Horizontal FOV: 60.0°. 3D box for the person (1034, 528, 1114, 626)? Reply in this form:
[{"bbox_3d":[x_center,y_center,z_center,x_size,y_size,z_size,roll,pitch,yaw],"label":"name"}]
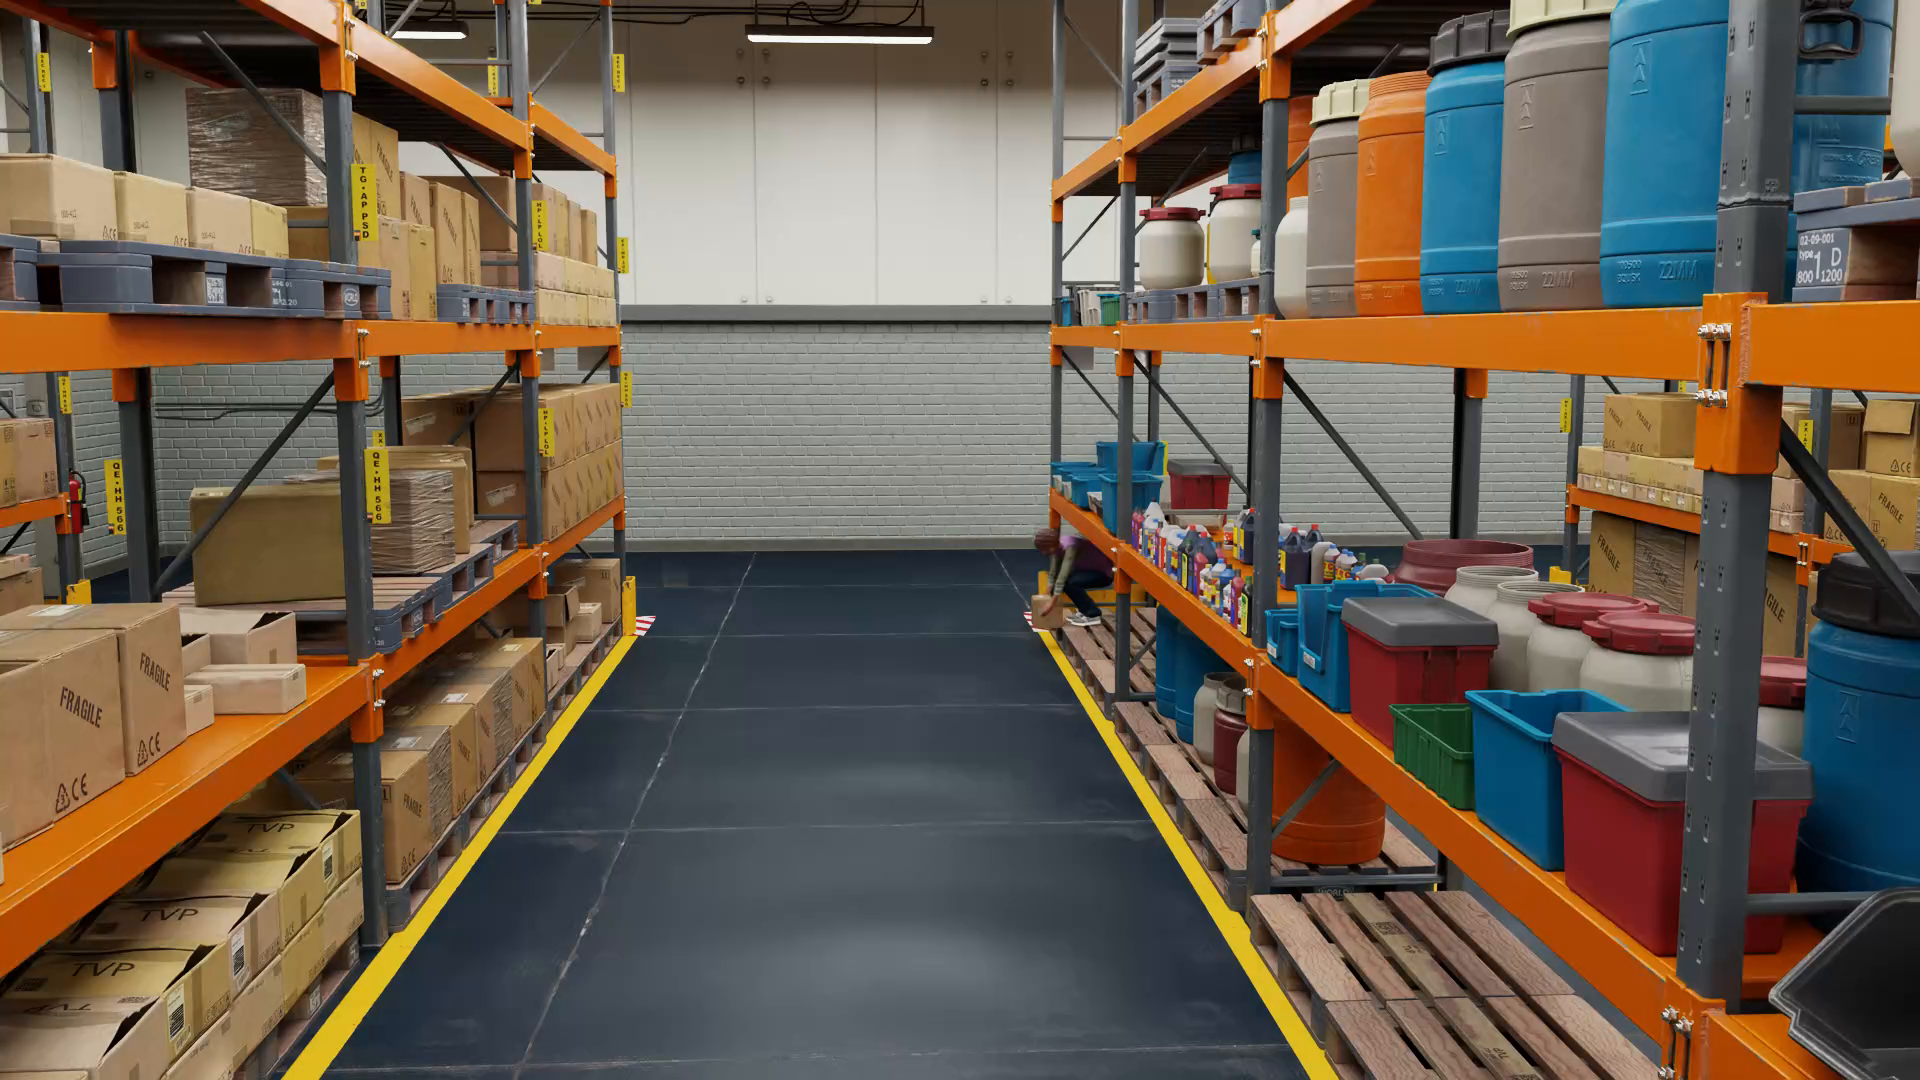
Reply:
[{"bbox_3d":[1.029,0.319,14.564,0.793,0.854,0.440,-1,7,-9],"label":"person"}]
